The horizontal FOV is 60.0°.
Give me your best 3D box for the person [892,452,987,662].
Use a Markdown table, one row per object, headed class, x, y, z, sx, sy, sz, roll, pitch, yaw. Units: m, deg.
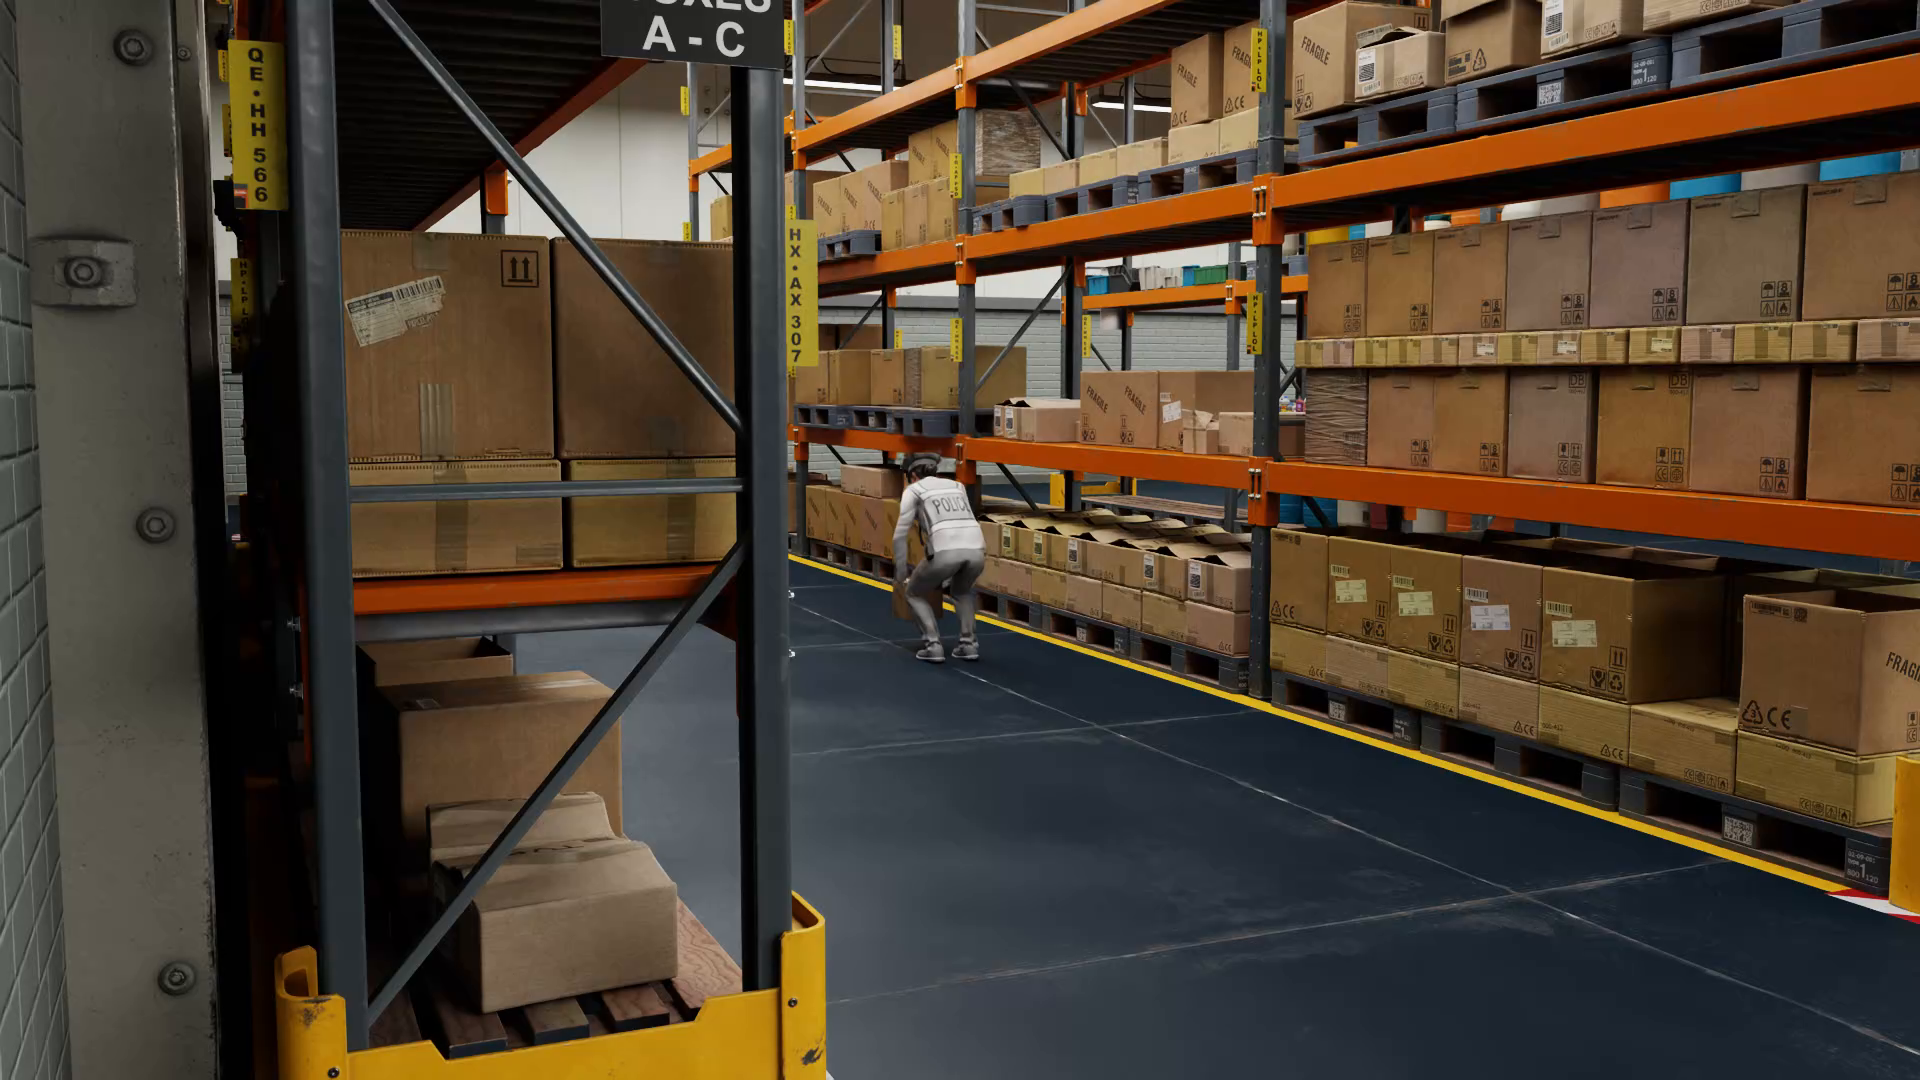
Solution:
| class | x | y | z | sx | sy | sz | roll | pitch | yaw |
| --- | --- | --- | --- | --- | --- | --- | --- | --- | --- |
| person | -0.142 | 0.103 | 10.403 | 0.534 | 1.294 | 0.749 | -2 | 6 | -23 |
